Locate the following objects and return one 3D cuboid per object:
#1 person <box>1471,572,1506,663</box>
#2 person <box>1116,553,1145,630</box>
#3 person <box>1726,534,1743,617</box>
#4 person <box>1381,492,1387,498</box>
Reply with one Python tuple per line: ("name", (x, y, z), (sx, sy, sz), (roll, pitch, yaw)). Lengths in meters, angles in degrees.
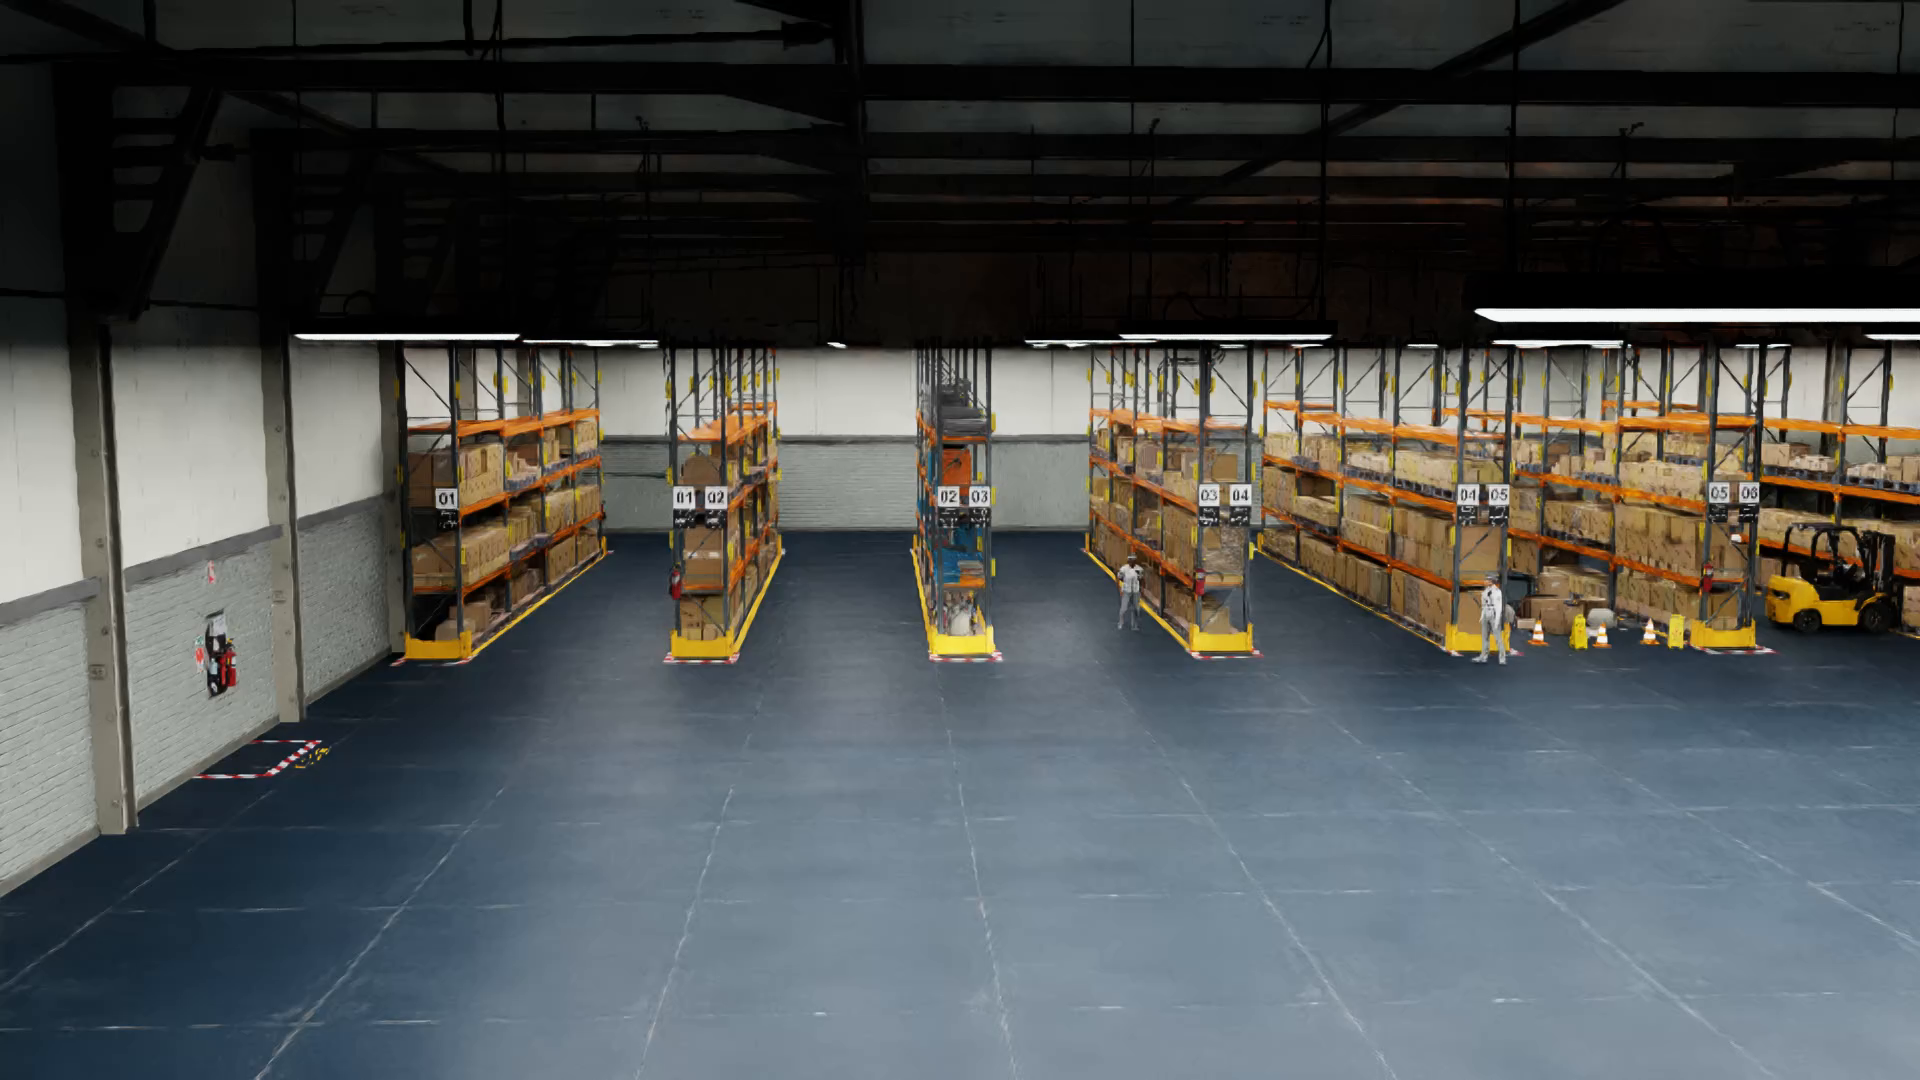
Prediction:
("person", (9.778, 1.426, 30.572), (0.505, 1.669, 0.577), (-2, 7, -15))
("person", (3.502, 1.051, 34.123), (0.592, 1.630, 0.526), (0, 6, -3))
("person", (16.650, 0.758, 35.881), (0.494, 1.775, 0.578), (3, 7, 27))
("person", (12.293, -0.594, 48.390), (0.609, 1.650, 0.616), (-3, 7, -23))
